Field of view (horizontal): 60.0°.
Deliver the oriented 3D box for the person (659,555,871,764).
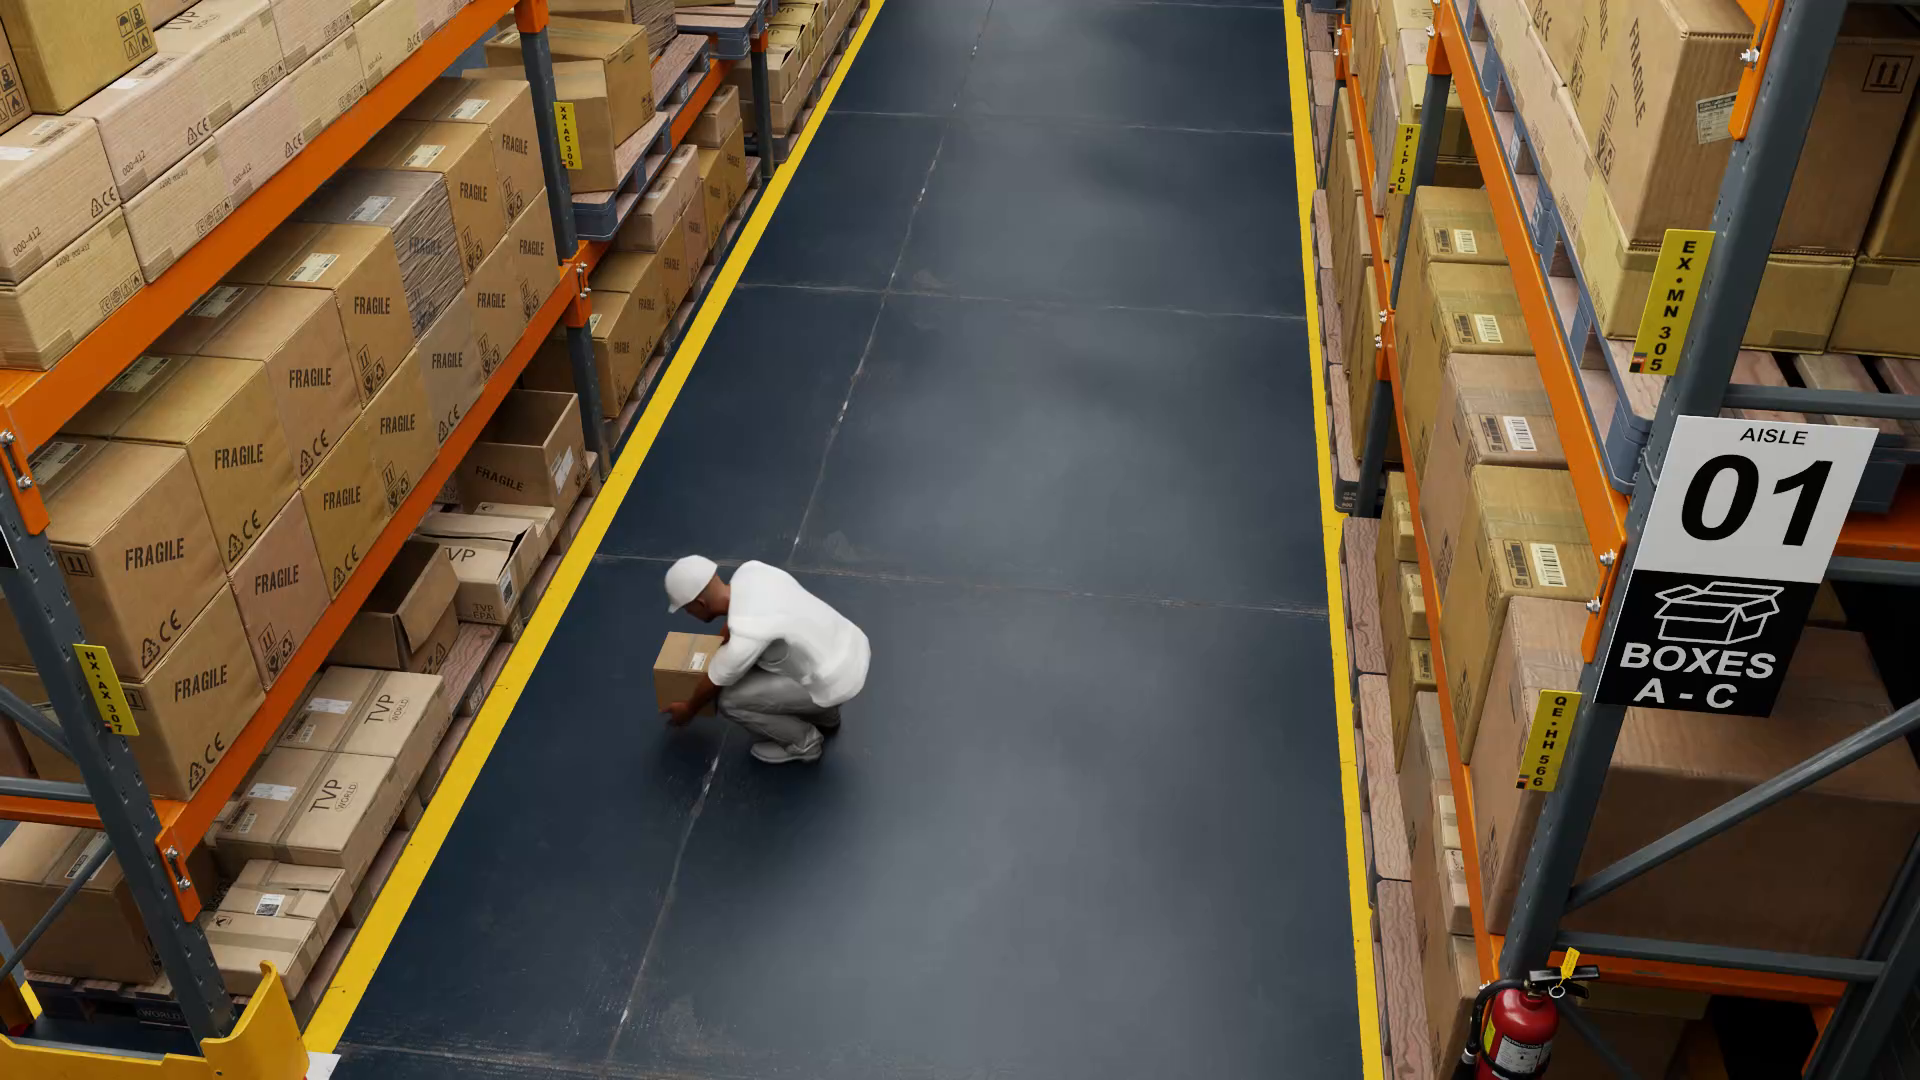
[{"bbox_3d":[-0.833,0.476,7.027,0.885,0.997,0.579,4,36,6],"label":"person"}]
